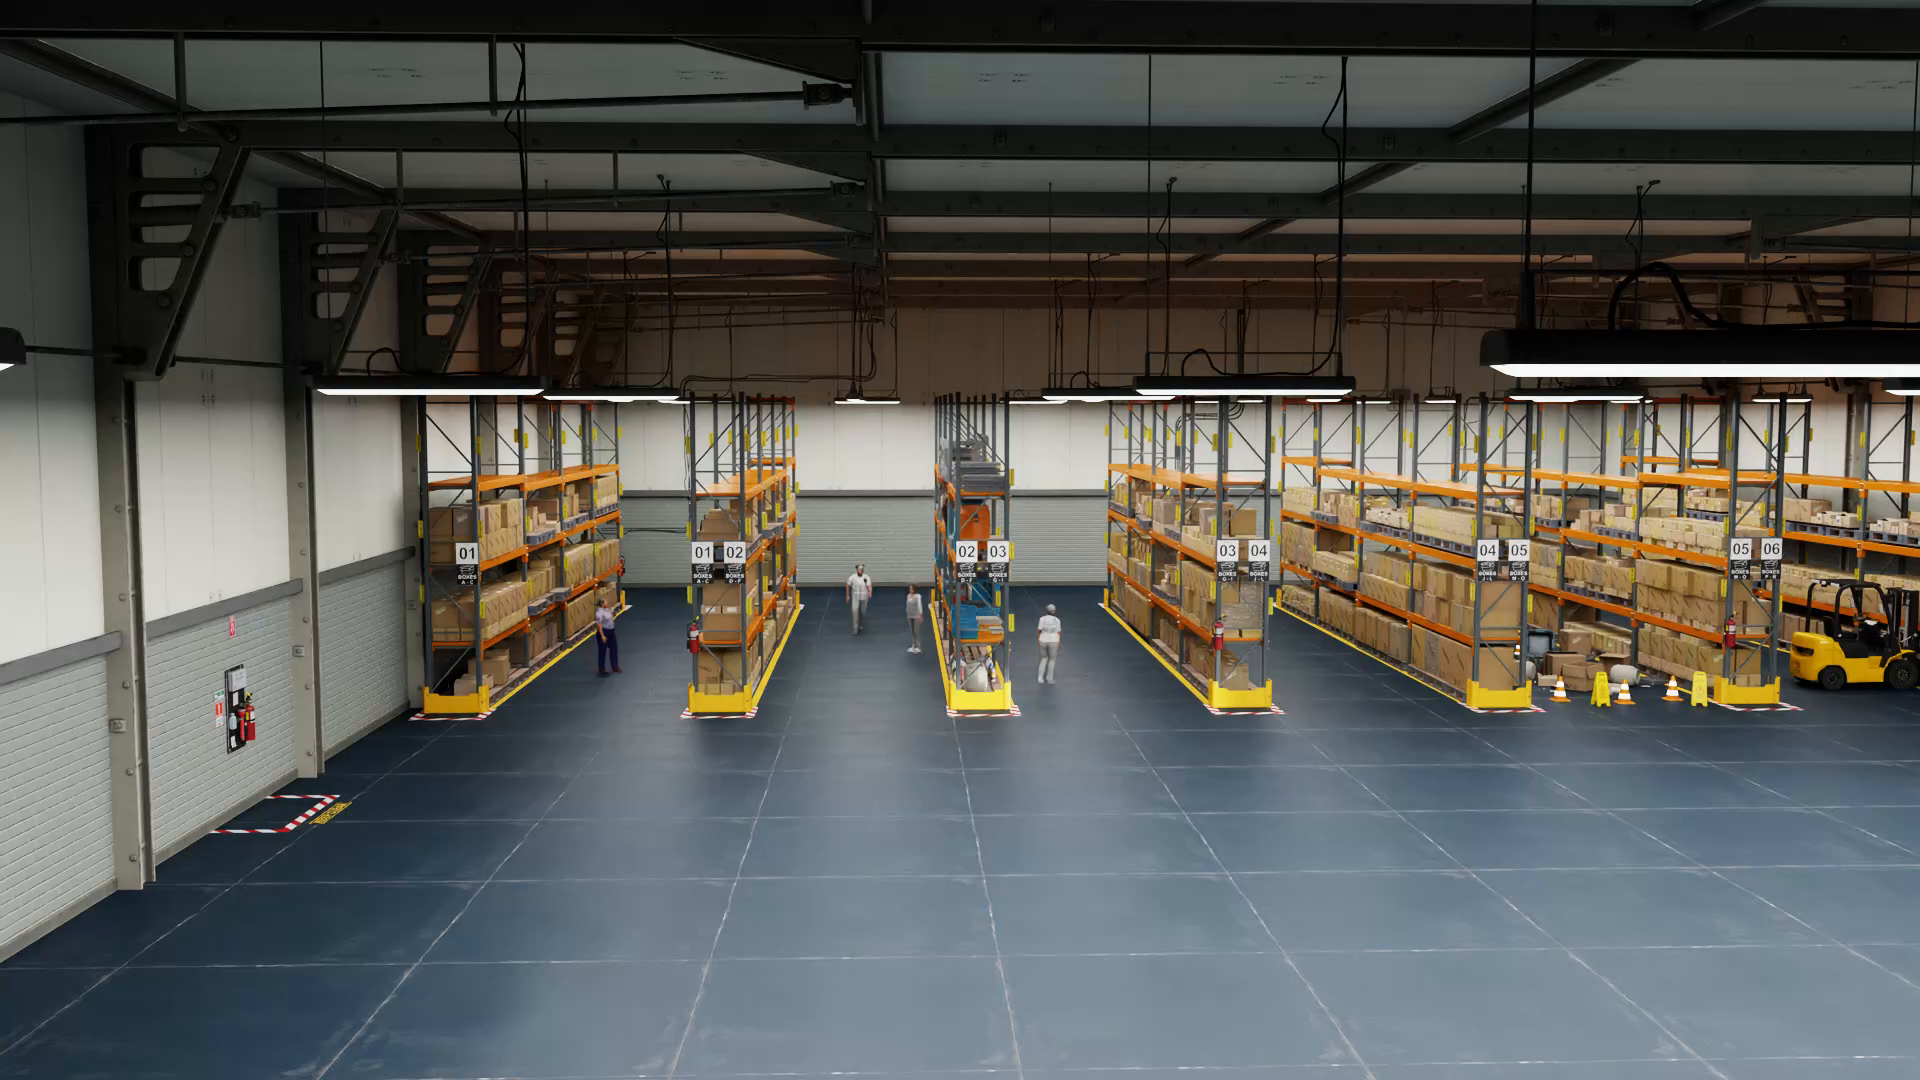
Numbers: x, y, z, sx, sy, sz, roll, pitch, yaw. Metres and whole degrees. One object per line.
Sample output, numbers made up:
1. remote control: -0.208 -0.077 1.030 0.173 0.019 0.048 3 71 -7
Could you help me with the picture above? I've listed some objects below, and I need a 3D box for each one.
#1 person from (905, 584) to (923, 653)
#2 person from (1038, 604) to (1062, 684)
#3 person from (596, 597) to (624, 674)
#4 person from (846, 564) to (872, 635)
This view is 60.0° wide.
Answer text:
1. person: -1.072 1.816 38.634 0.514 1.607 0.345 4 6 41
2. person: 1.868 2.140 34.299 0.488 1.658 0.432 3 5 31
3. person: -7.544 2.053 35.686 0.497 1.653 0.570 3 5 31
4. person: -2.565 1.487 42.305 0.659 1.761 0.995 0 5 -3
